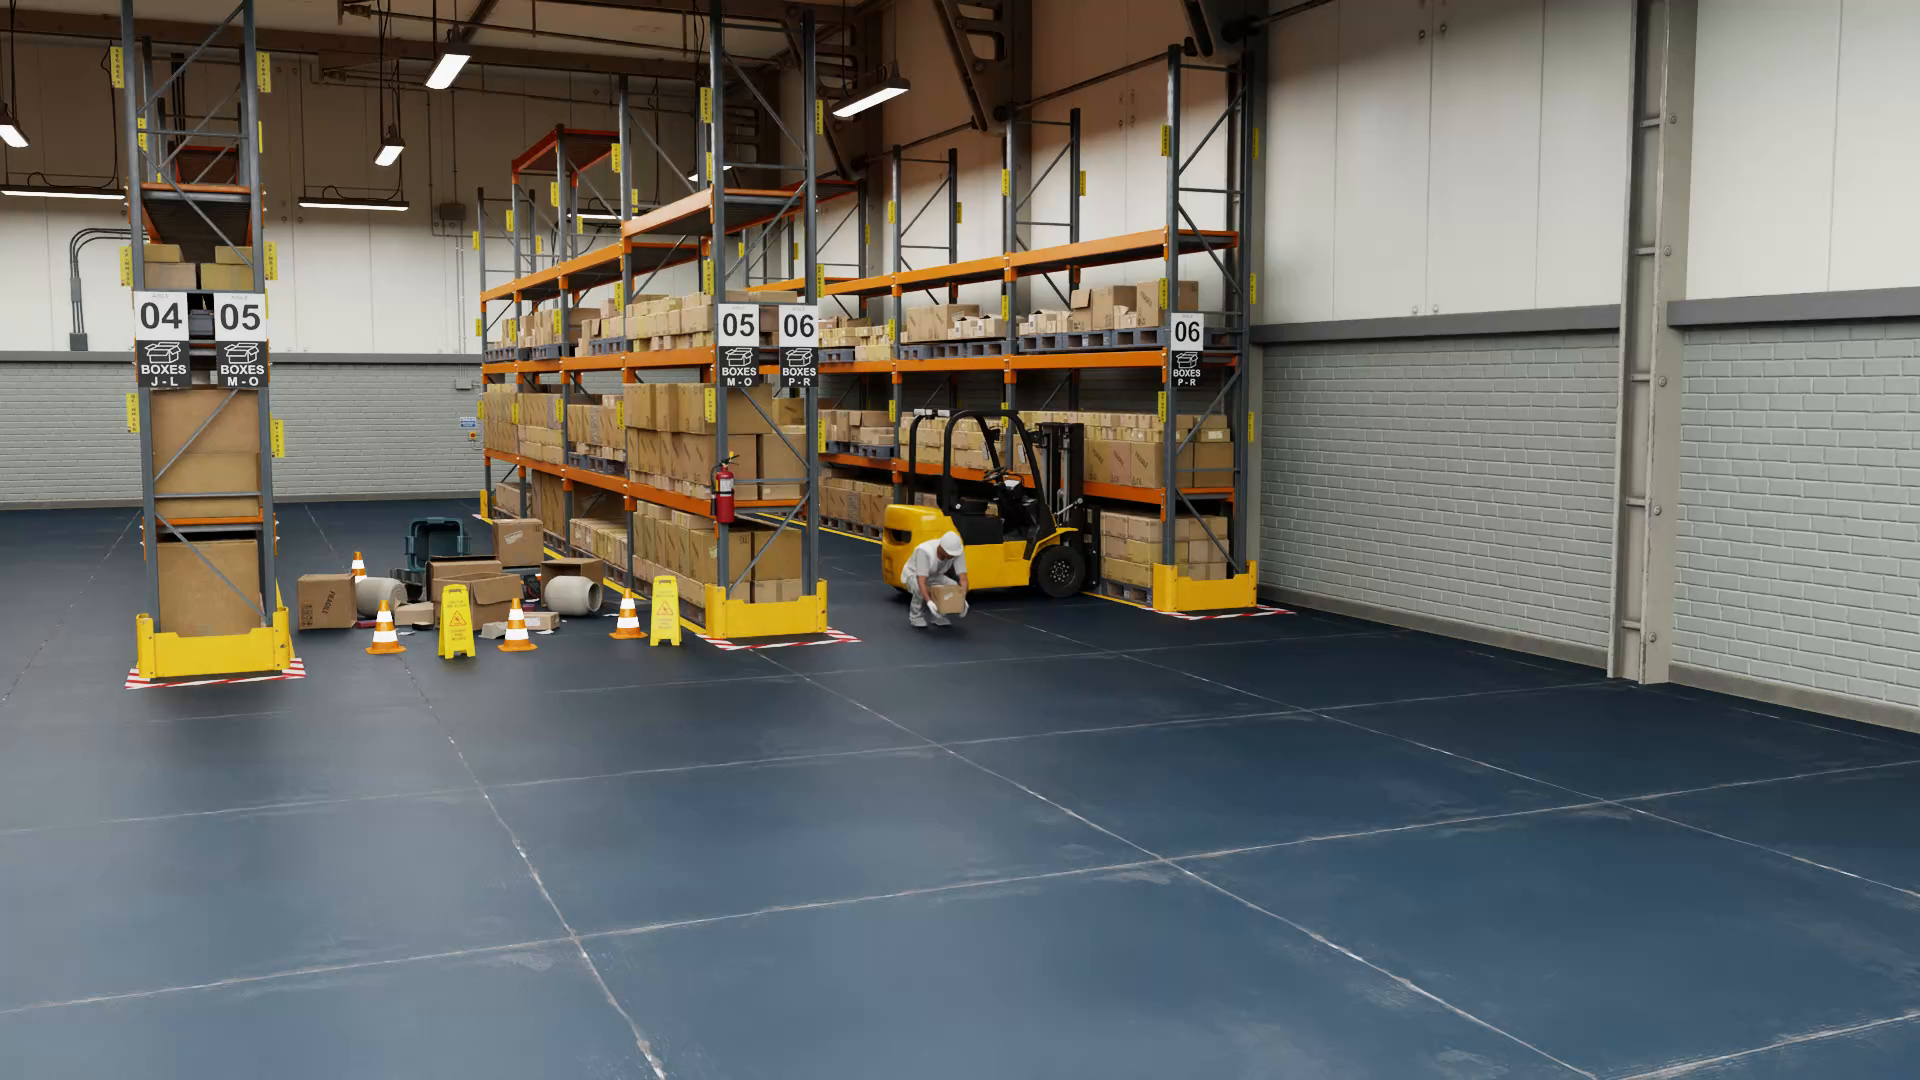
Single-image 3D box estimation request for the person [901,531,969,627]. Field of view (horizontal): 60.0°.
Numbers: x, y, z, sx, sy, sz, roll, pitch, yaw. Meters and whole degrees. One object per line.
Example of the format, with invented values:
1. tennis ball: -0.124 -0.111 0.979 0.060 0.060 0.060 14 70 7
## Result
1. person: -0.239 0.385 16.751 0.570 0.994 0.908 -2 6 -24
